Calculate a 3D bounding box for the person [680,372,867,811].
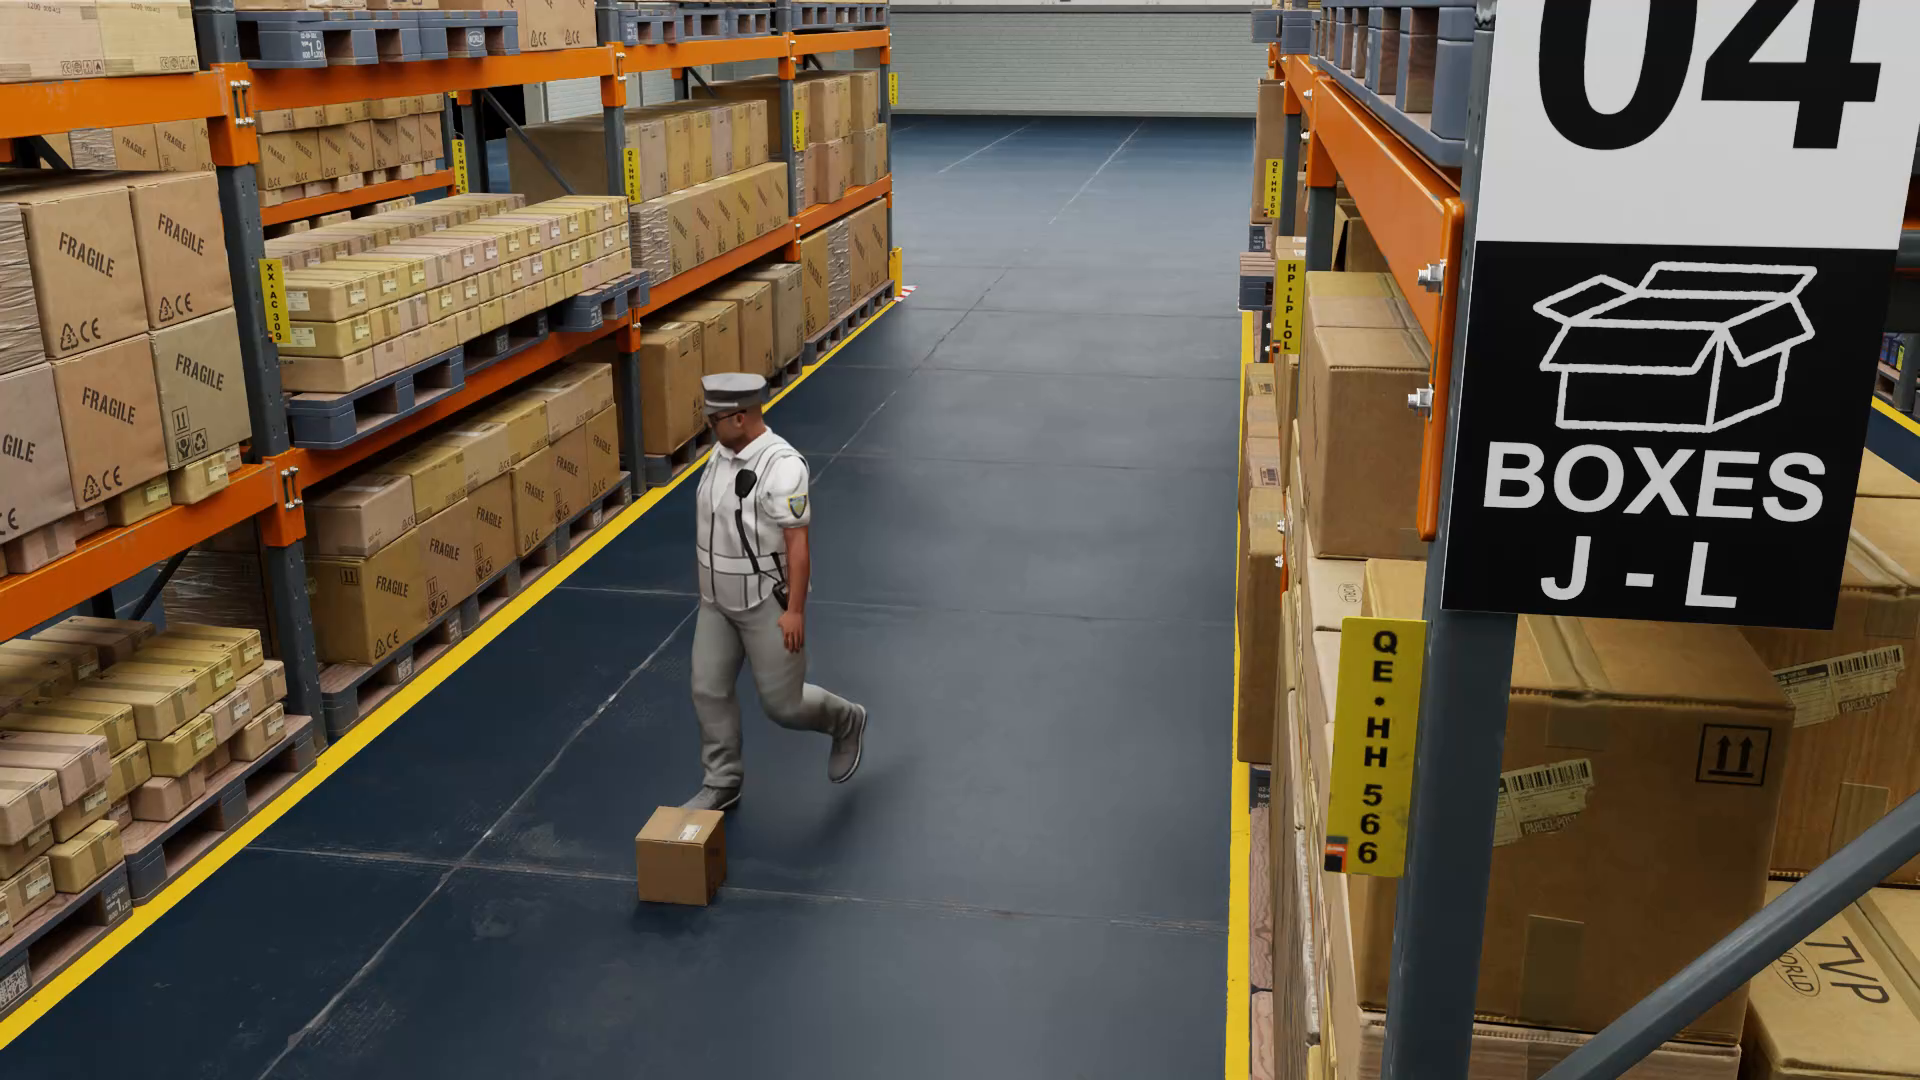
[{"bbox_3d":[-0.766,0.205,6.382,0.554,1.726,0.812,15,23,39],"label":"person"}]
